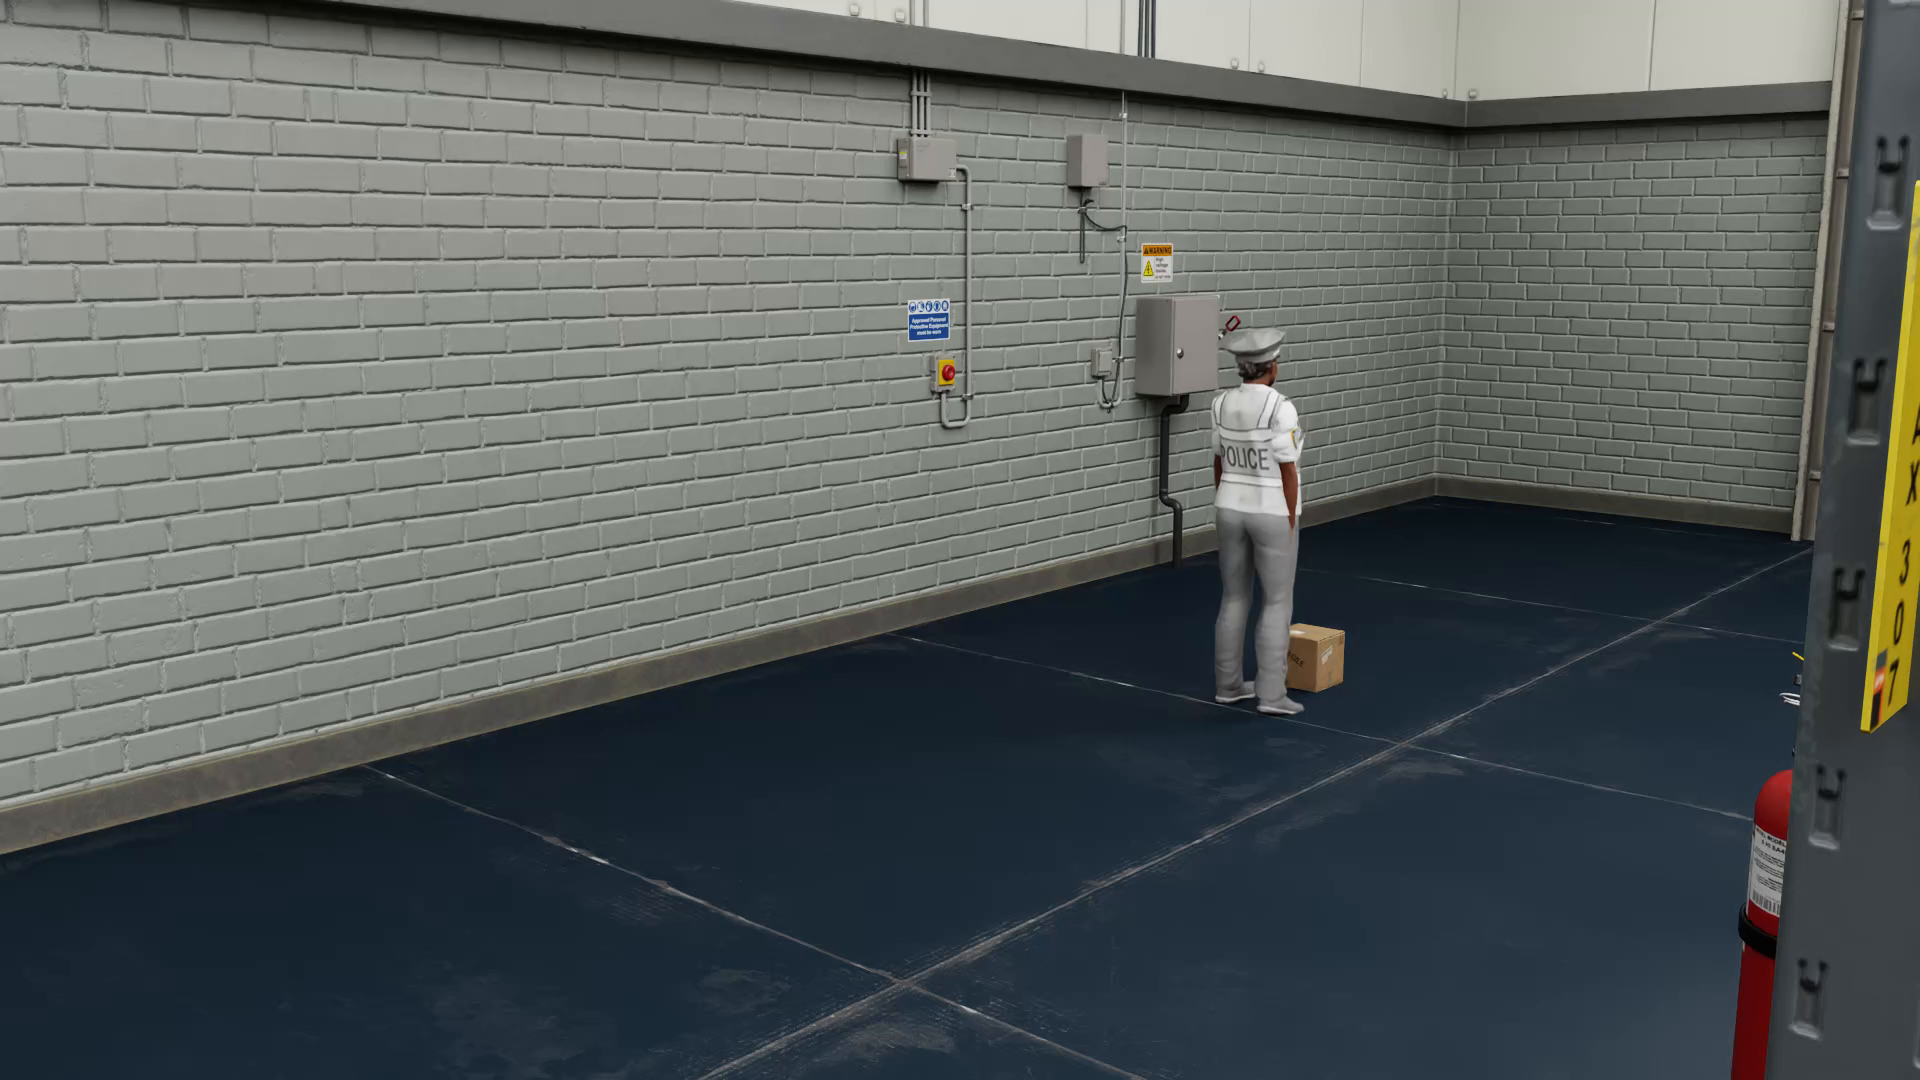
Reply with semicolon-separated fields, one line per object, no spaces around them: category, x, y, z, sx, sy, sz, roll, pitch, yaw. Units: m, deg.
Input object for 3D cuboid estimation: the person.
person;1.313;-0.072;7.341;0.452;1.716;0.351;9;14;42
